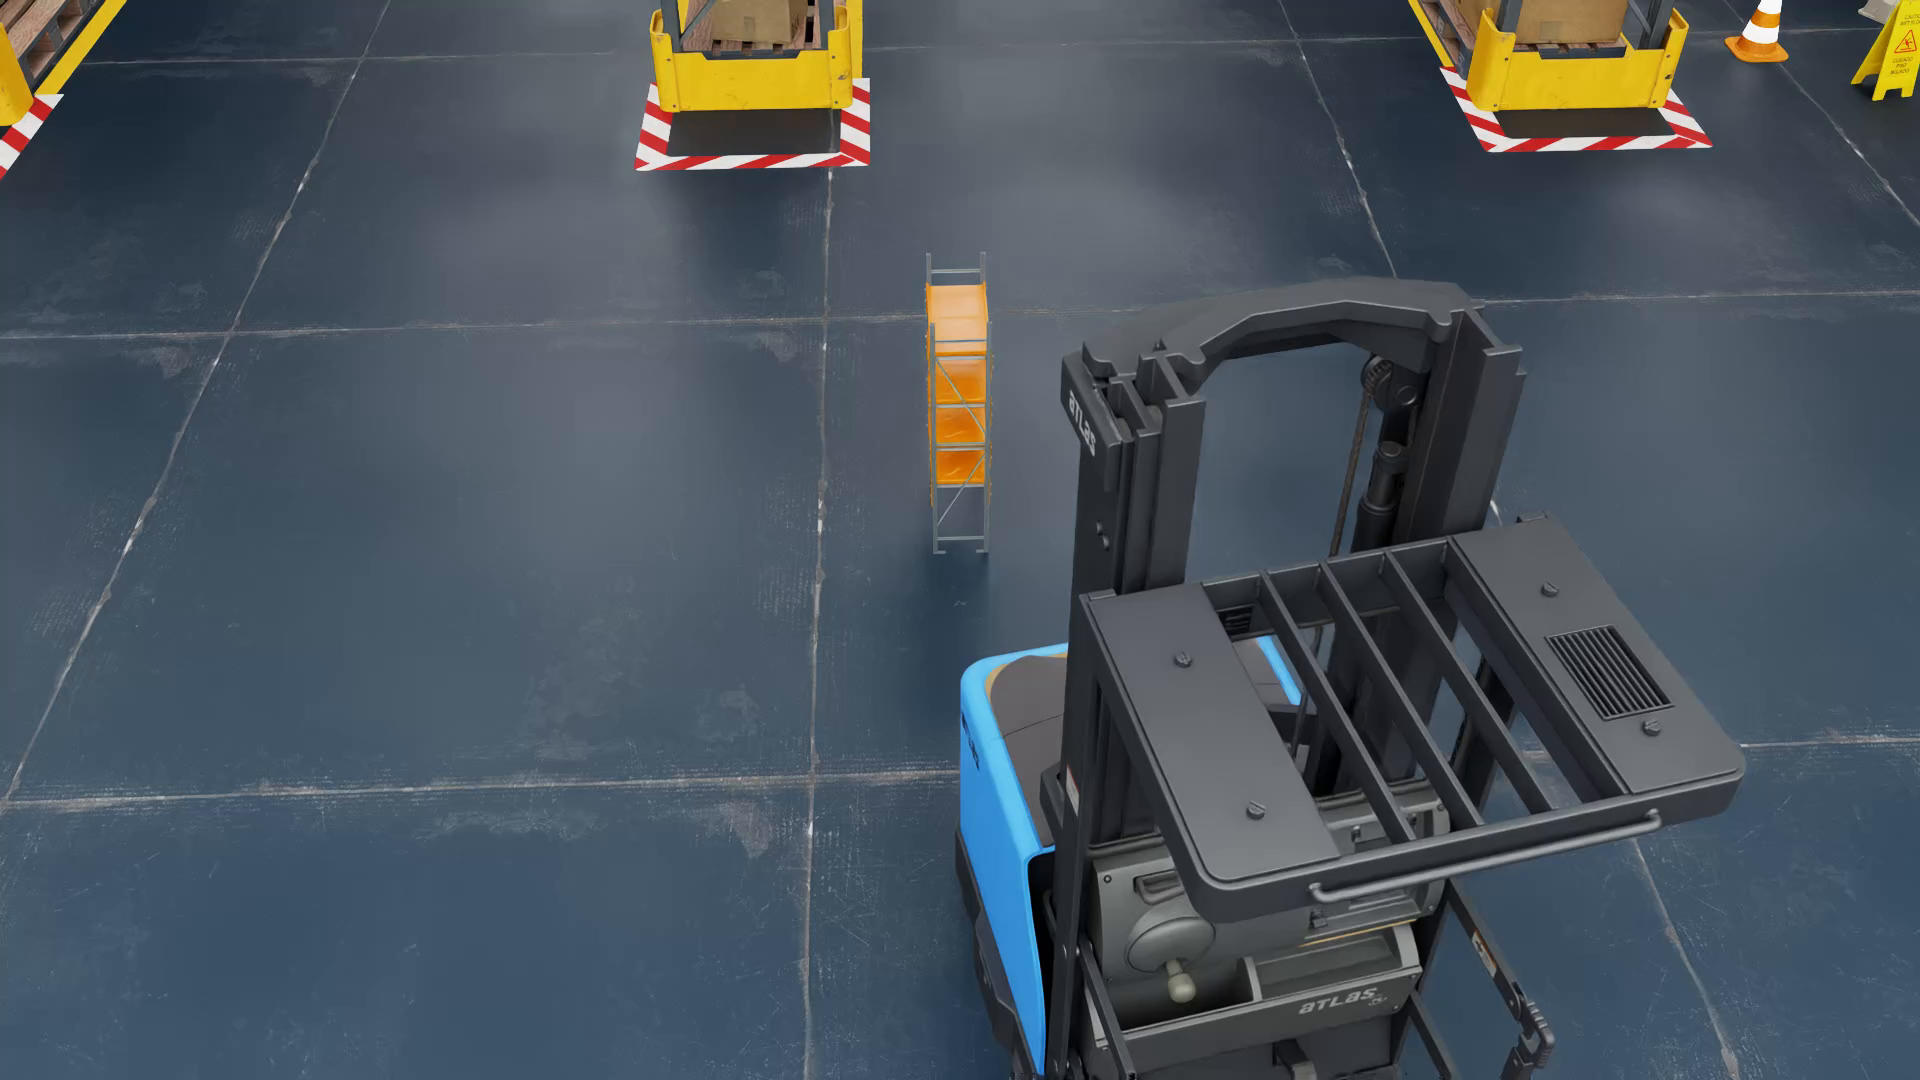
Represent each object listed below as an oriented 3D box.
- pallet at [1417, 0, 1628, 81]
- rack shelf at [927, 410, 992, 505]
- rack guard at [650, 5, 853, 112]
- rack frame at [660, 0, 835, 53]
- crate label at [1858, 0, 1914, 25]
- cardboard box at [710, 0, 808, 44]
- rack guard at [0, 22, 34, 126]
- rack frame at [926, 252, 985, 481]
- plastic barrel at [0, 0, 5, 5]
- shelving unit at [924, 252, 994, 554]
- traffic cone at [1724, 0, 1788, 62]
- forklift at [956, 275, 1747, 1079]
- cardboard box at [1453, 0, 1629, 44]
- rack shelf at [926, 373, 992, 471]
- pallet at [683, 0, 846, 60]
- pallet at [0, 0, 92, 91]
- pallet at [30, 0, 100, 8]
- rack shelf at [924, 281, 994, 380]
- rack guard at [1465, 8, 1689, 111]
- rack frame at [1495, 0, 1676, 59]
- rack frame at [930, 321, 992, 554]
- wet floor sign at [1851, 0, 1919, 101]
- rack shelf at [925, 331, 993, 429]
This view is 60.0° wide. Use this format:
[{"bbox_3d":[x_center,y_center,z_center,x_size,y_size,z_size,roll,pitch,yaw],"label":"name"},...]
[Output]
[{"bbox_3d":[3.605,-3.363,10.763,1.003,0.211,1.213,-2,43,-2],"label":"pallet"},{"bbox_3d":[-0.007,-0.358,7.146,0.258,0.148,0.480,-2,43,-2],"label":"rack shelf"},{"bbox_3d":[-1.246,-2.909,10.054,1.175,0.500,0.348,-2,43,-2],"label":"rack guard"},{"bbox_3d":[-1.243,-3.779,9.153,1.000,3.000,0.127,-2,43,-2],"label":"rack frame"},{"bbox_3d":[6.161,-3.529,10.999,0.250,0.136,0.298,-23,47,-23],"label":"crate label"},{"bbox_3d":[-1.253,-3.435,10.316,0.500,0.500,0.500,6,43,6],"label":"cardboard box"},{"bbox_3d":[-6.242,-2.766,9.897,1.175,0.500,0.348,-2,43,-2],"label":"rack guard"},{"bbox_3d":[-0.017,-0.719,7.146,0.240,1.200,0.015,-2,43,-2],"label":"rack frame"},{"bbox_3d":[-6.317,-3.655,10.548,0.421,0.512,0.421,0,43,0],"label":"plastic barrel"},{"bbox_3d":[-0.007,-0.554,6.966,0.258,1.200,0.503,-2,43,-2],"label":"shelving unit"},{"bbox_3d":[5.113,-3.317,10.527,0.336,0.463,0.334,-2,43,-2],"label":"traffic cone"},{"bbox_3d":[0.845,0.980,4.012,1.130,2.935,3.031,-10,43,-10],"label":"forklift"},{"bbox_3d":[3.622,-3.681,10.307,0.875,0.875,0.875,-1,43,-2],"label":"cardboard box"},{"bbox_3d":[-0.007,-0.504,7.012,0.258,0.148,0.480,-2,43,-2],"label":"rack shelf"},{"bbox_3d":[-1.245,-3.352,10.751,1.003,0.211,1.213,-2,43,-2],"label":"pallet"},{"bbox_3d":[-6.271,-3.208,10.593,1.003,0.211,1.213,-2,43,-2],"label":"pallet"},{"bbox_3d":[-6.320,-4.029,11.490,1.003,0.211,1.213,-2,43,-2],"label":"pallet"},{"bbox_3d":[-0.007,-0.844,6.701,0.258,0.148,0.480,-2,43,-2],"label":"rack shelf"},{"bbox_3d":[3.718,-2.916,10.061,1.175,0.500,0.348,-2,43,-2],"label":"rack guard"},{"bbox_3d":[3.717,-3.853,9.234,1.000,3.000,0.127,-2,43,-2],"label":"rack frame"},{"bbox_3d":[0.003,-0.389,6.787,0.240,1.200,0.015,-2,43,-2],"label":"rack frame"},{"bbox_3d":[5.696,-3.023,10.070,0.267,0.644,0.232,-8,43,-9],"label":"wet floor sign"},{"bbox_3d":[-0.007,-0.669,6.861,0.258,0.148,0.480,-2,43,-2],"label":"rack shelf"}]
